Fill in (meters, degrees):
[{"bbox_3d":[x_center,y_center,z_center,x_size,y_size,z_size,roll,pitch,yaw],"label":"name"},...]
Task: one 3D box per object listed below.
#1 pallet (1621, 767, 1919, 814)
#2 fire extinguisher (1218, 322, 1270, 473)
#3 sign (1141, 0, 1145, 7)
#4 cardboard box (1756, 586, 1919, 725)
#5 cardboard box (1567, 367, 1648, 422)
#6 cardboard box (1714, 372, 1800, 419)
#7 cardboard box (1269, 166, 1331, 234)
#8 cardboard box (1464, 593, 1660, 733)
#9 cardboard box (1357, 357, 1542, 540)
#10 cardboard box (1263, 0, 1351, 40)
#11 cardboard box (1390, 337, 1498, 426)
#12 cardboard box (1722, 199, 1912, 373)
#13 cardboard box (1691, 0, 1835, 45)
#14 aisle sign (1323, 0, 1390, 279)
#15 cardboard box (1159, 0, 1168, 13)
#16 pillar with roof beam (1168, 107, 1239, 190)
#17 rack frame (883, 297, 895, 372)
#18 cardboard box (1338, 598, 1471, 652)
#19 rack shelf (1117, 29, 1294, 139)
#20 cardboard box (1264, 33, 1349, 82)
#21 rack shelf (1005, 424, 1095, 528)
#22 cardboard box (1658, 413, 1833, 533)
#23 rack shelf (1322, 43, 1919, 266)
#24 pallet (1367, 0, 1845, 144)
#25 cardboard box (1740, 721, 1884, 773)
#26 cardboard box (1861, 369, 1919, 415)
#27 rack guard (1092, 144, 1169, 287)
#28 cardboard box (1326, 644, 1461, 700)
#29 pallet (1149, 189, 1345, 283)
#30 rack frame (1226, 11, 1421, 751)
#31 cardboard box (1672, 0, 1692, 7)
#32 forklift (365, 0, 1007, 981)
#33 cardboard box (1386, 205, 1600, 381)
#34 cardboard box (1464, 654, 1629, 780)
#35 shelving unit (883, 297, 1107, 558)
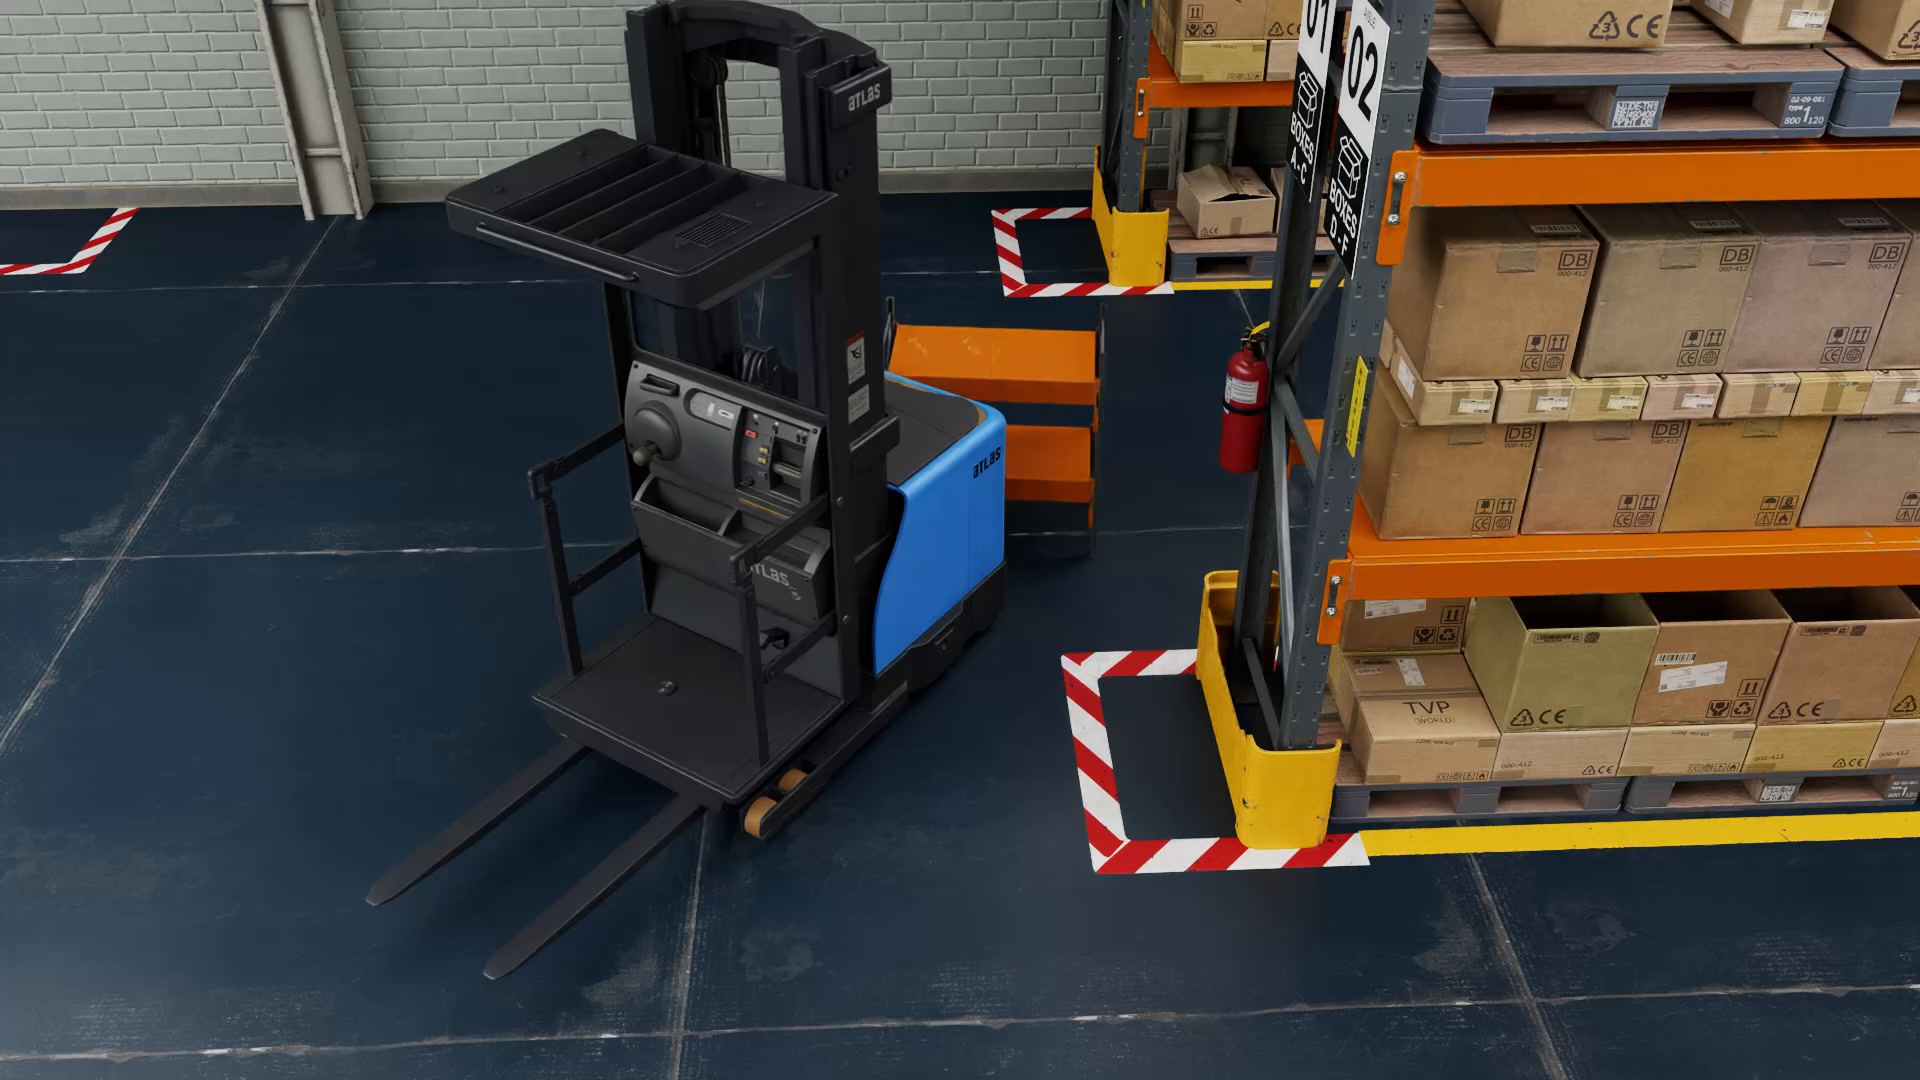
[{"bbox_3d":[3.246,0.712,7.036,1.213,0.211,1.003,-2,35,-2],"label":"pallet"},{"bbox_3d":[1.128,-0.588,6.532,0.183,0.674,0.296,-2,35,-2],"label":"fire extinguisher"},{"bbox_3d":[1.056,-3.222,9.510,0.005,0.325,0.100,-2,35,-2],"label":"sign"},{"bbox_3d":[3.313,0.364,6.477,0.500,0.500,0.500,-2,35,-2],"label":"cardboard box"},{"bbox_3d":[2.183,-0.570,5.779,0.250,0.149,0.380,-1,35,-2],"label":"cardboard box"},{"bbox_3d":[2.702,-0.584,5.800,0.250,0.149,0.380,-3,35,-4],"label":"cardboard box"},{"bbox_3d":[2.295,-2.233,10.817,0.500,0.311,0.500,1,35,2],"label":"cardboard box"},{"bbox_3d":[2.314,0.388,6.442,0.500,0.500,0.500,-2,35,-2],"label":"cardboard box"},{"bbox_3d":[1.735,-0.405,6.112,0.500,0.500,0.700,-2,35,-2],"label":"cardboard box"},{"bbox_3d":[2.015,-3.279,9.808,0.500,0.500,0.500,-1,35,-2],"label":"cardboard box"},{"bbox_3d":[1.671,-0.555,5.758,0.250,0.149,0.380,-2,35,-3],"label":"cardboard box"},{"bbox_3d":[2.817,-0.972,5.790,0.500,0.500,0.700,-1,35,-2],"label":"cardboard box"},{"bbox_3d":[2.452,-1.651,5.092,0.250,0.149,0.380,-2,35,-2],"label":"cardboard box"},{"bbox_3d":[1.217,-1.252,5.139,0.004,0.787,0.394,-2,35,-2],"label":"aisle sign"},{"bbox_3d":[1.491,-3.563,10.218,0.500,0.500,0.500,-2,35,-3],"label":"cardboard box"},{"bbox_3d":[1.892,-3.705,5.696,0.400,9.000,9.100,-2,35,-2],"label":"pillar with roof beam"},{"bbox_3d":[-0.349,-0.560,8.071,0.032,1.125,0.500,2,35,3],"label":"rack frame"},{"bbox_3d":[1.790,0.107,6.848,0.500,0.500,0.500,-2,35,-2],"label":"cardboard box"},{"bbox_3d":[3.028,-2.933,10.484,4.000,0.370,1.077,-2,35,-2],"label":"rack shelf"},{"bbox_3d":[2.051,-2.976,10.029,0.500,0.250,0.500,-3,35,-4],"label":"cardboard box"},{"bbox_3d":[0.158,-0.339,8.180,1.000,0.278,0.538,2,35,3],"label":"rack shelf"},{"bbox_3d":[2.756,-0.432,6.151,0.500,0.500,0.700,-1,35,-2],"label":"cardboard box"},{"bbox_3d":[3.266,-1.351,5.562,4.000,0.370,1.077,-2,35,-2],"label":"rack shelf"},{"bbox_3d":[1.976,-1.560,5.311,1.213,0.211,1.003,-2,35,-2],"label":"pallet"},{"bbox_3d":[3.313,0.671,6.691,0.500,0.250,0.500,-2,35,-2],"label":"cardboard box"},{"bbox_3d":[3.206,-0.596,5.817,0.250,0.149,0.380,-1,35,-2],"label":"cardboard box"},{"bbox_3d":[1.106,-2.149,10.916,0.348,0.500,1.175,-2,35,-2],"label":"rack guard"},{"bbox_3d":[1.790,0.417,7.059,0.500,0.250,0.500,-2,35,-2],"label":"cardboard box"},{"bbox_3d":[1.919,-2.032,11.001,1.213,0.211,1.003,-2,35,-2],"label":"pallet"},{"bbox_3d":[1.268,-0.359,6.133,0.127,3.000,1.000,-2,35,-2],"label":"rack frame"},{"bbox_3d":[2.406,-1.942,5.424,0.500,0.250,0.500,-2,35,-2],"label":"cardboard box"},{"bbox_3d":[-1.024,-0.337,6.162,1.130,2.935,3.031,21,40,27],"label":"forklift"},{"bbox_3d":[1.788,-0.940,5.745,0.500,0.500,0.700,-1,35,-2],"label":"cardboard box"},{"bbox_3d":[2.314,0.695,6.657,0.500,0.250,0.500,-2,35,-2],"label":"cardboard box"},{"bbox_3d":[0.158,-0.540,8.041,1.048,1.125,0.538,2,35,3],"label":"shelving unit"}]
